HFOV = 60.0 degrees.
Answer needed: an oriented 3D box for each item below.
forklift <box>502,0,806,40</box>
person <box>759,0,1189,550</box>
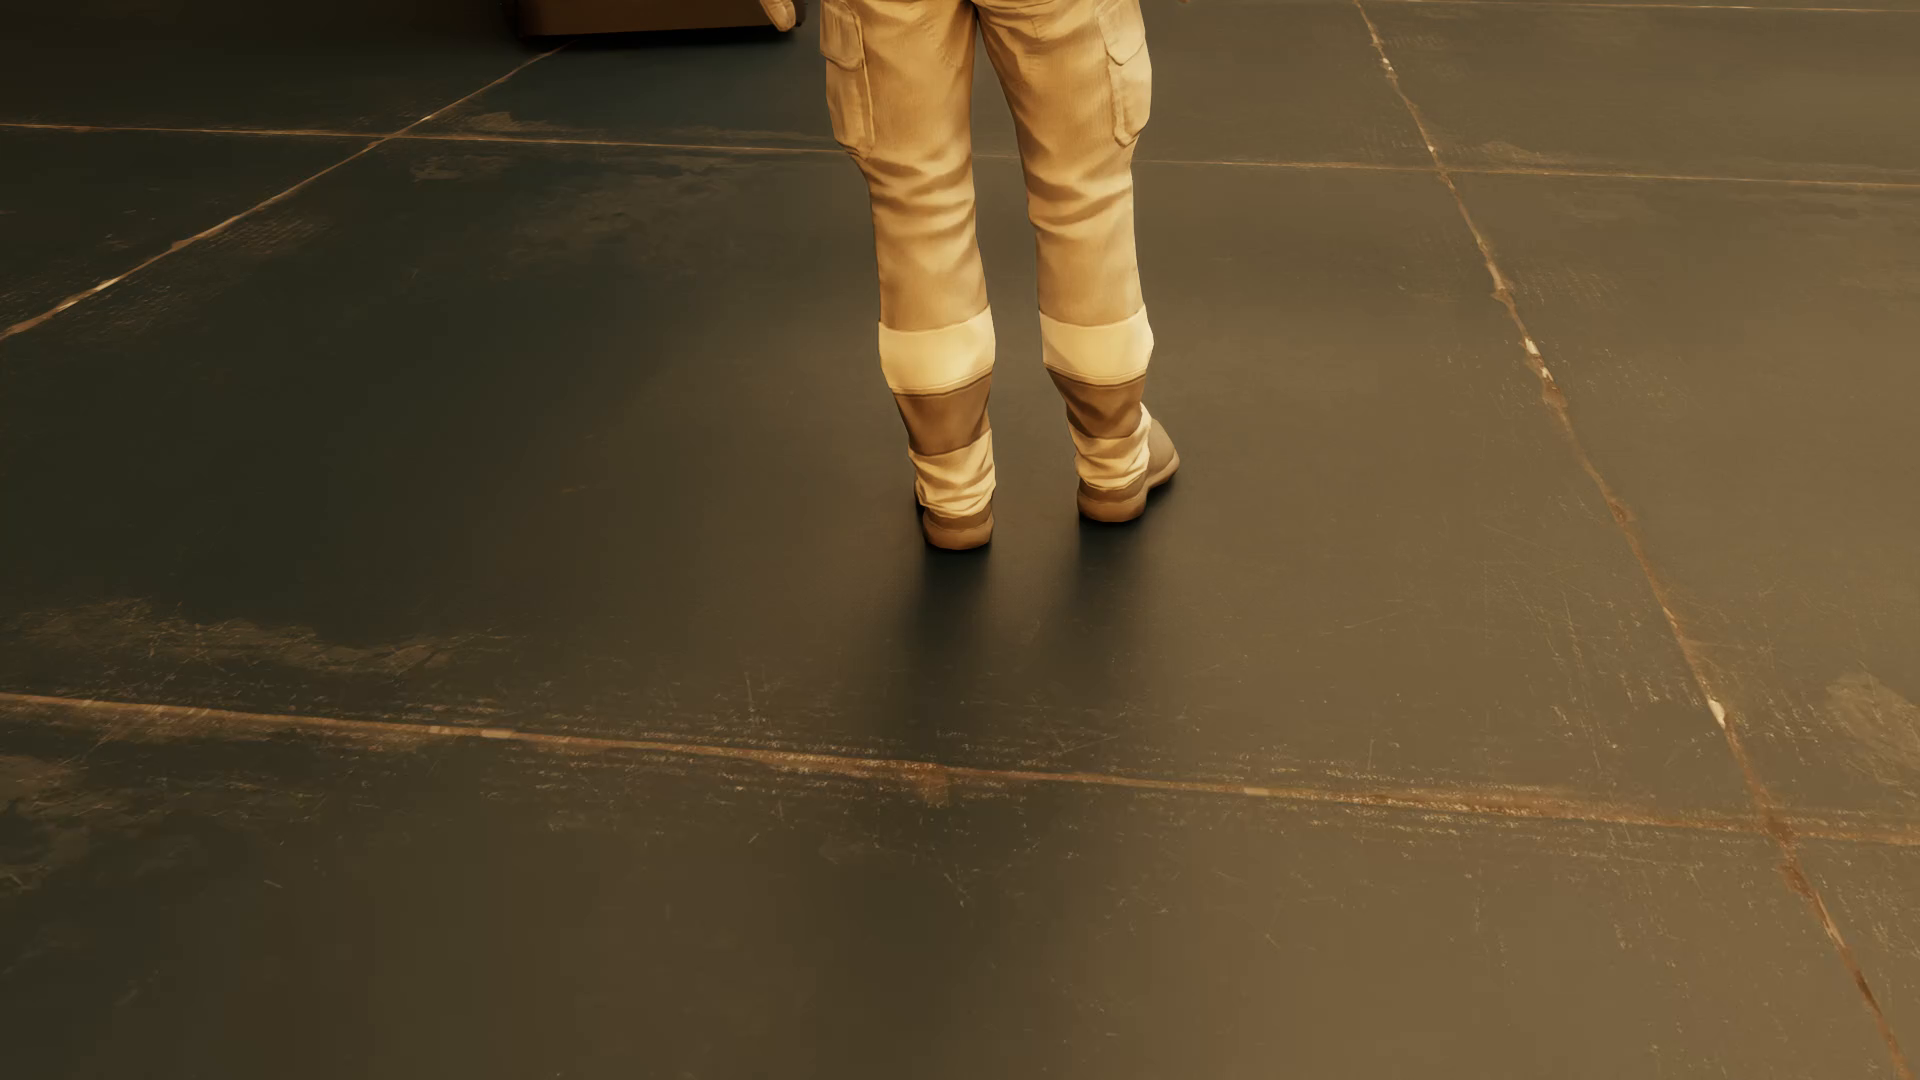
[{"bbox_3d":[-1.475,-3.756,6.746,1.130,2.935,3.031,-7,27,-14],"label":"forklift"},{"bbox_3d":[0.023,-0.842,2.166,0.637,1.785,0.564,3,27,7],"label":"person"}]
